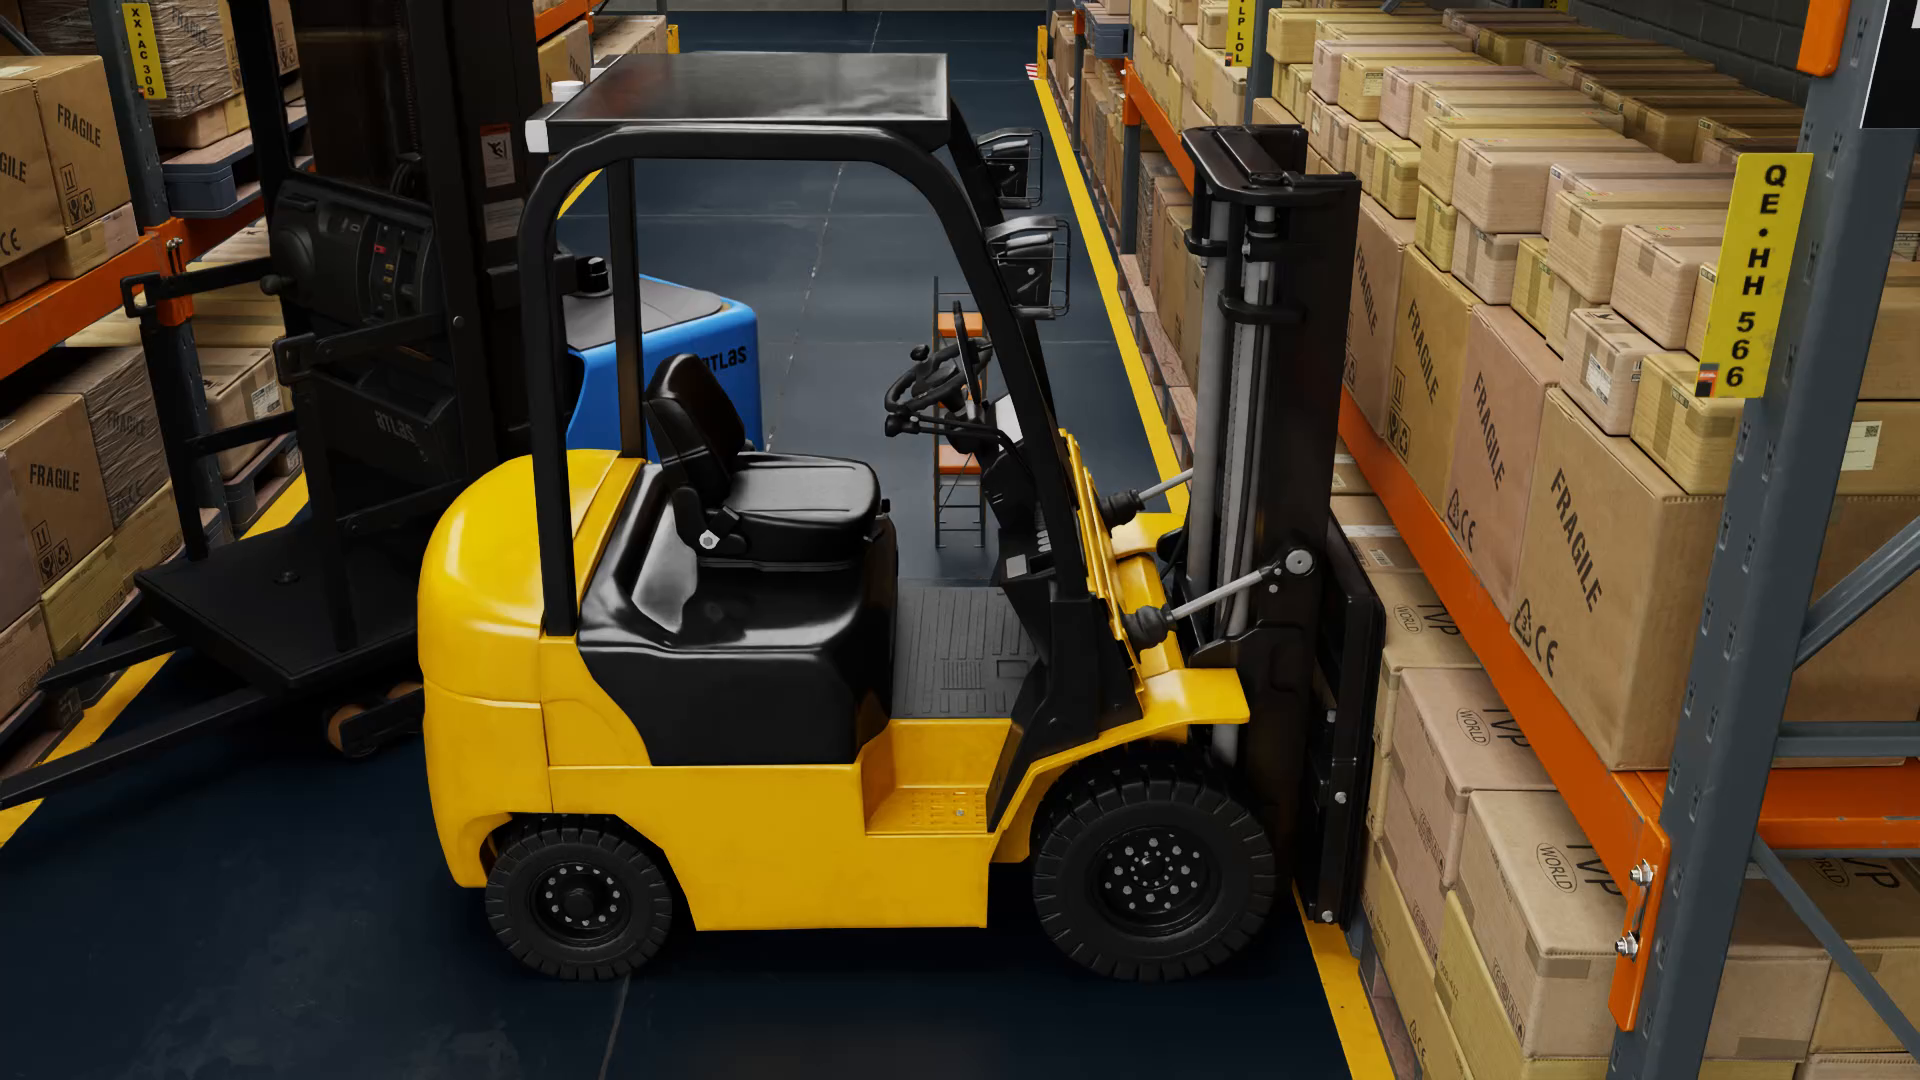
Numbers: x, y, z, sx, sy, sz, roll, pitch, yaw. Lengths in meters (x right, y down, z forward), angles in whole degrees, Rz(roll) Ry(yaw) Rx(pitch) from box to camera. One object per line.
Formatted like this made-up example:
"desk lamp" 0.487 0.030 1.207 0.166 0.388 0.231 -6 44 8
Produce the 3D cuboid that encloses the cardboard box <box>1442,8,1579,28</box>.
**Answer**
"cardboard box" 1.841 -1.696 5.591 0.380 0.149 0.250 0 24 0

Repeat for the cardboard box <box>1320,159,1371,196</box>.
"cardboard box" 1.308 -0.788 4.731 0.500 0.500 0.500 0 24 -1

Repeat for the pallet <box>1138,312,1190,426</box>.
"pallet" 1.472 -0.887 8.454 1.003 0.211 1.213 0 24 -1

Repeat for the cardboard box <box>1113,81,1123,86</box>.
"cardboard box" 1.295 -3.196 11.914 0.380 0.149 0.250 0 24 0

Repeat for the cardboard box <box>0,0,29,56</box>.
"cardboard box" -3.662 -1.888 6.292 0.500 0.500 0.500 -1 24 -2

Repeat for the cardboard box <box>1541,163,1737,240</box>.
"cardboard box" 1.372 -0.637 3.249 0.380 0.149 0.250 0 24 0

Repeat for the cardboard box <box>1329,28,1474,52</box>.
"cardboard box" 1.347 -1.481 5.116 0.380 0.149 0.250 -1 24 -2

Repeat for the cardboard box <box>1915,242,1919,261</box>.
"cardboard box" 1.849 -0.427 2.785 0.380 0.149 0.250 1 24 1

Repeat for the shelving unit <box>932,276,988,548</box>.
"shelving unit" -0.001 -0.500 6.582 0.215 1.050 0.252 0 24 -1

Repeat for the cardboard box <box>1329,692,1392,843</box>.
"cardboard box" 1.240 0.514 4.195 0.500 0.250 0.500 -1 24 -2

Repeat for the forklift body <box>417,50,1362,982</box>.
"forklift body" -0.266 -0.088 4.334 2.313 2.155 1.214 0 24 -1

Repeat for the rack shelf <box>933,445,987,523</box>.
"rack shelf" -0.001 -0.238 6.701 0.215 0.259 0.240 0 24 -1

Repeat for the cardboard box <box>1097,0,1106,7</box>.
"cardboard box" 1.157 -3.554 10.641 0.500 0.250 0.500 -1 24 -3

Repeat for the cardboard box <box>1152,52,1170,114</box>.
"cardboard box" 1.265 -2.326 8.435 0.500 0.250 0.500 -1 24 -2

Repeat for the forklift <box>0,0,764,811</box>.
"forklift" -2.081 -0.888 5.156 1.130 2.935 3.031 20 31 38

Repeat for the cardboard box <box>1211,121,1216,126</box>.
"cardboard box" 1.268 -1.488 6.582 0.500 0.250 0.500 0 24 1

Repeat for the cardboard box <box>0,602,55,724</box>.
"cardboard box" -3.136 0.407 5.037 0.500 0.250 0.500 0 24 0

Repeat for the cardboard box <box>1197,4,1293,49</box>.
"cardboard box" 1.203 -2.146 6.946 0.380 0.149 0.250 -1 24 -2

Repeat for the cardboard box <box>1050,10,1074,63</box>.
"cardboard box" 1.316 -5.096 16.897 0.797 0.503 0.637 -1 24 -3

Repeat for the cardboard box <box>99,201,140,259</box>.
"cardboard box" -3.120 -1.080 5.804 0.380 0.149 0.250 -1 24 -1

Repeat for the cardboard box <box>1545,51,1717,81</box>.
"cardboard box" 1.867 -1.274 4.657 0.380 0.149 0.250 -1 24 -1

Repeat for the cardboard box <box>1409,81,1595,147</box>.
"cardboard box" 1.356 -1.061 4.186 0.380 0.149 0.250 0 24 0

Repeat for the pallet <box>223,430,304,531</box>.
"pallet" -3.438 -0.376 7.326 1.003 0.211 1.213 0 24 -1

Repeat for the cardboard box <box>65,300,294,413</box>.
"cardboard box" -3.447 -0.832 7.629 0.950 0.372 0.625 1 24 3

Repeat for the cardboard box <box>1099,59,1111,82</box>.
"cardboard box" 1.281 -3.626 12.863 0.380 0.149 0.250 -1 24 -3

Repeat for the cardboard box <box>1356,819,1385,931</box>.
"cardboard box" 1.266 0.757 4.264 0.500 0.250 0.500 0 24 0

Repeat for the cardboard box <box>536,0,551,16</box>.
"cardboard box" -3.267 -3.952 12.031 0.500 0.250 0.500 -1 24 -2

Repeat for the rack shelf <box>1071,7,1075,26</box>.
"rack shelf" 1.426 -5.143 15.353 1.077 0.370 4.000 0 24 -1

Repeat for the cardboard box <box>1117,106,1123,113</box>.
"cardboard box" 1.240 -2.769 10.970 0.380 0.149 0.250 -1 24 -2

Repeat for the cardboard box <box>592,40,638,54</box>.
"cardboard box" -3.425 -4.274 15.160 0.875 0.438 0.875 -1 24 -2

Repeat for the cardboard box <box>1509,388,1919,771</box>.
"cardboard box" 1.311 0.051 2.875 0.500 0.500 0.500 -1 24 -2

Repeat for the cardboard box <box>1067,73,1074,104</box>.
"cardboard box" 1.145 -3.967 14.690 0.396 0.266 0.258 1 24 1

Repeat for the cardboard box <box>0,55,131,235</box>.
"cardboard box" -3.174 -1.325 5.557 0.500 0.500 0.500 -1 24 -2

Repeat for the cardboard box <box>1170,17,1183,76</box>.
"cardboard box" 1.275 -2.341 7.861 0.500 0.250 0.500 0 24 0

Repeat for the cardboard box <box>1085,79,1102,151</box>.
"cardboard box" 1.244 -3.279 12.884 0.500 0.500 0.500 -1 24 -1

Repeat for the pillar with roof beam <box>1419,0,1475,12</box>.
"pillar with roof beam" -1.897 -5.179 7.281 9.100 9.000 0.400 0 24 -1

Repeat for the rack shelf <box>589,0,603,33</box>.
"rack shelf" -3.537 -5.119 15.301 1.077 0.370 4.000 0 24 -1

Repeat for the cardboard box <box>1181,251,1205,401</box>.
"cardboard box" 1.518 -0.994 7.679 0.875 0.625 0.625 0 24 -1

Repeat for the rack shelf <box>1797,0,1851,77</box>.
"rack shelf" 1.557 -1.565 3.802 1.077 0.370 4.000 0 24 -1

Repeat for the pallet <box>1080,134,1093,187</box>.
"pallet" 1.495 -3.041 13.217 1.003 0.211 1.213 0 24 -1

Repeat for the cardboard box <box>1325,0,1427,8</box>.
"cardboard box" 1.793 -2.258 7.194 0.380 0.149 0.250 0 24 -1

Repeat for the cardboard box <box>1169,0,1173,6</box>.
"cardboard box" 1.225 -2.675 8.115 0.380 0.149 0.250 0 24 1

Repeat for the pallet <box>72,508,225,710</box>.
"pallet" -3.385 0.221 6.005 1.003 0.211 1.213 0 24 -1

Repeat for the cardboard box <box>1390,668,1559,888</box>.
"cardboard box" 1.251 0.506 3.606 0.500 0.250 0.500 0 24 0

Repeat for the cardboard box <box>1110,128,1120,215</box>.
"cardboard box" 1.277 -2.430 11.006 0.500 0.500 0.500 -1 24 -1

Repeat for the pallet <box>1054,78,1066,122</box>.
"pallet" 1.425 -4.163 15.698 1.003 0.211 1.213 0 24 -1

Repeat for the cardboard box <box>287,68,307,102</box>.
"cardboard box" -3.153 -2.059 7.459 0.380 0.149 0.250 0 24 0

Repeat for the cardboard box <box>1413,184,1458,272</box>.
"cardboard box" 1.257 -0.713 3.777 0.380 0.149 0.250 0 24 0

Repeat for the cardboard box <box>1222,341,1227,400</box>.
"cardboard box" 1.227 -0.543 5.925 0.500 0.250 0.500 -1 24 -1

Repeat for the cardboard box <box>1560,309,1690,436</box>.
"cardboard box" 1.263 -0.289 2.841 0.380 0.149 0.250 0 24 0

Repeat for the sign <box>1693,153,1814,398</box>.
"sign" 1.036 -0.340 2.170 0.100 0.325 0.005 0 24 -1

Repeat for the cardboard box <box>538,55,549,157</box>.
"cardboard box" -3.401 -2.850 11.480 0.875 0.875 0.875 0 24 0

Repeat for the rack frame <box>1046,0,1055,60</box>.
"rack frame" 1.405 -6.294 17.027 1.000 3.000 0.127 0 24 -1

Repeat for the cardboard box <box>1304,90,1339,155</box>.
"cardboard box" 1.240 -1.242 4.948 0.380 0.149 0.250 0 24 1

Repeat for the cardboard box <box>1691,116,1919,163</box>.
"cardboard box" 1.883 -0.853 3.727 0.380 0.149 0.250 -1 24 -2
